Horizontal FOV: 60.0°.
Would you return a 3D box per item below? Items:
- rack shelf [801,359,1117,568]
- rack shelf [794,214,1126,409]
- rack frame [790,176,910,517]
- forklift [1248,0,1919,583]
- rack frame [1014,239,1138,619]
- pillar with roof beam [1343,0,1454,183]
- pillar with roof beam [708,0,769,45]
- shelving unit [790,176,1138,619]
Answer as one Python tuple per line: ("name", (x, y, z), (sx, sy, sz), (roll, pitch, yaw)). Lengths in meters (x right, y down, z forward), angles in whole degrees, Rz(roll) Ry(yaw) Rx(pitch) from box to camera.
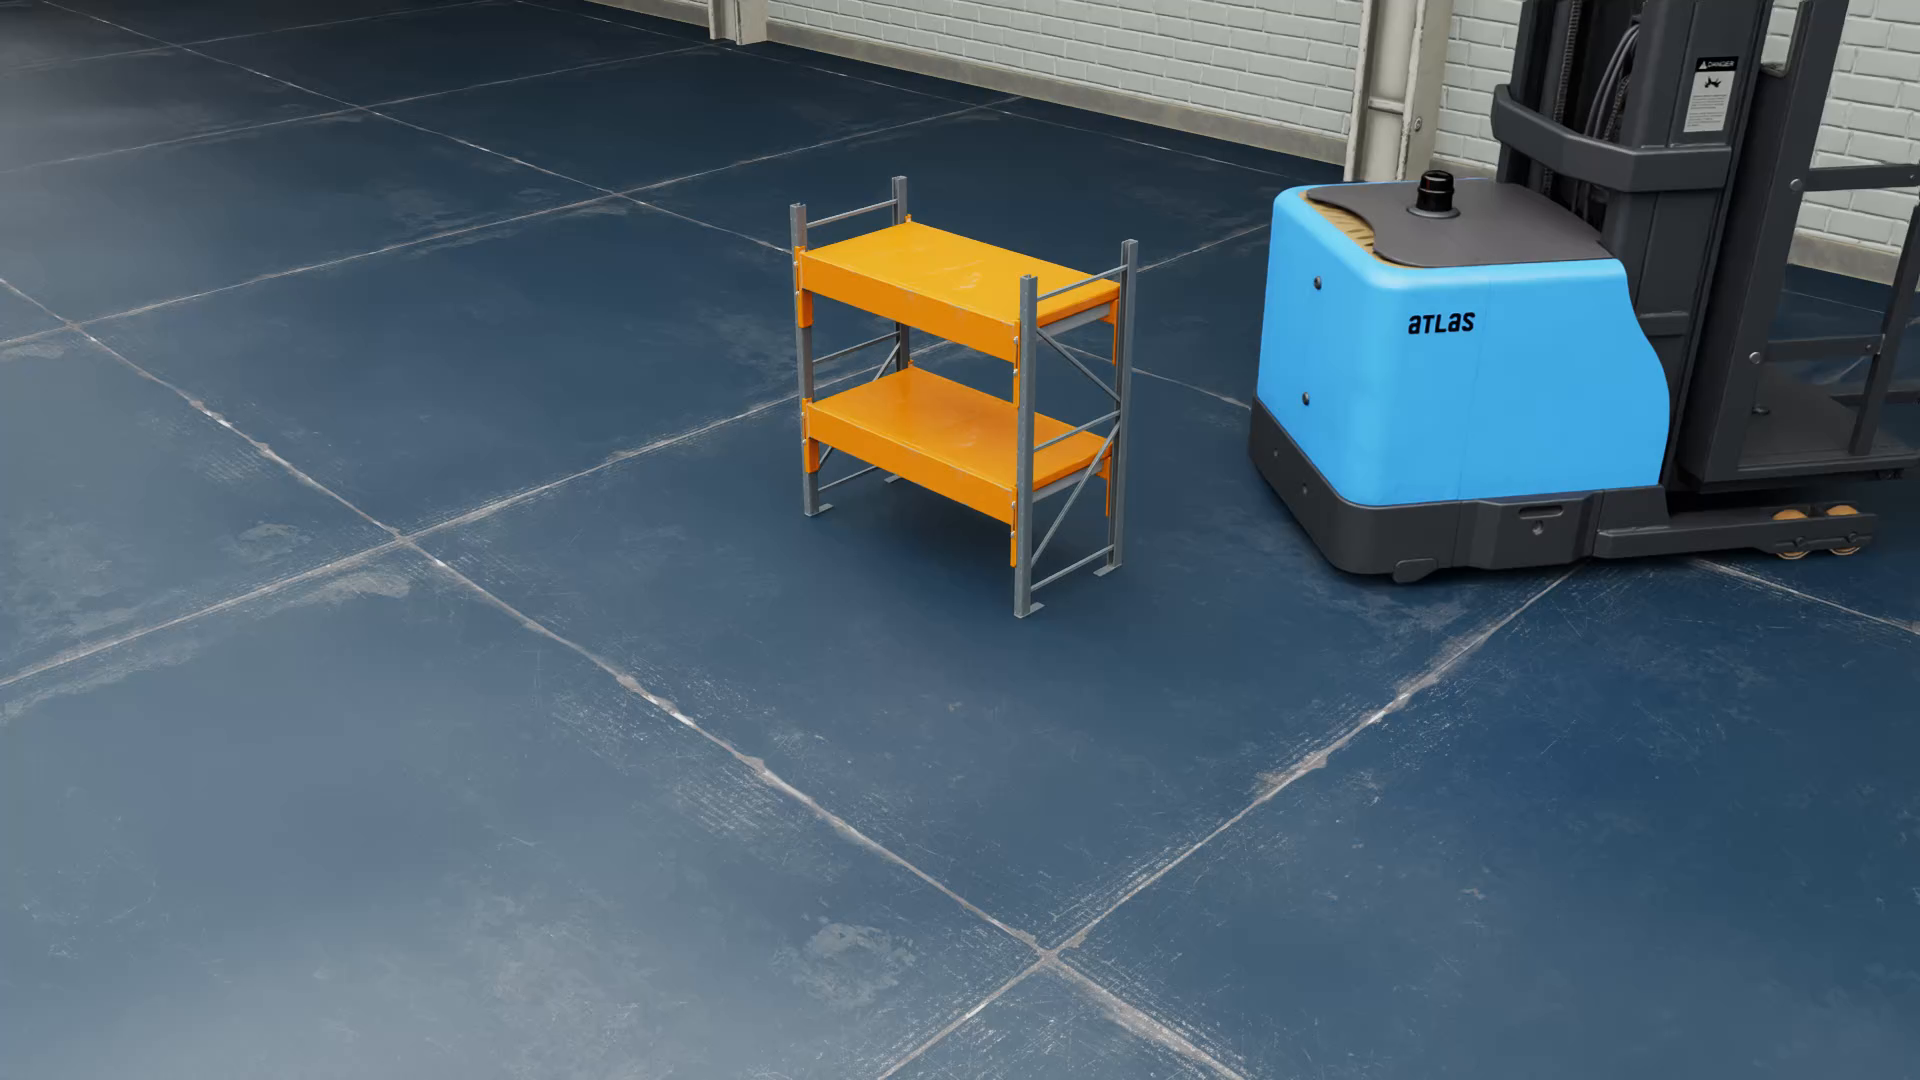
("rack shelf", (-0.005, -0.284, 5.606), (1.000, 0.278, 0.538), (25, 36, 38))
("rack shelf", (-0.005, -0.759, 5.356), (1.000, 0.278, 0.538), (25, 36, 38))
("rack frame", (-0.367, -0.666, 5.808), (0.032, 1.125, 0.500), (25, 36, 38))
("forklift", (2.638, -1.469, 5.395), (3.031, 2.935, 1.130), (-4, 28, -8))
("rack frame", (0.358, -0.334, 5.177), (0.032, 1.125, 0.500), (25, 36, 38))
("pillar with roof beam", (-0.522, -4.654, 4.932), (0.400, 9.000, 9.100), (25, 36, 38))
("pillar with roof beam", (-4.800, -6.612, 8.655), (0.400, 9.000, 9.100), (25, 36, 38))
("shelving unit", (-0.005, -0.500, 5.492), (1.048, 1.125, 0.538), (25, 36, 38))
